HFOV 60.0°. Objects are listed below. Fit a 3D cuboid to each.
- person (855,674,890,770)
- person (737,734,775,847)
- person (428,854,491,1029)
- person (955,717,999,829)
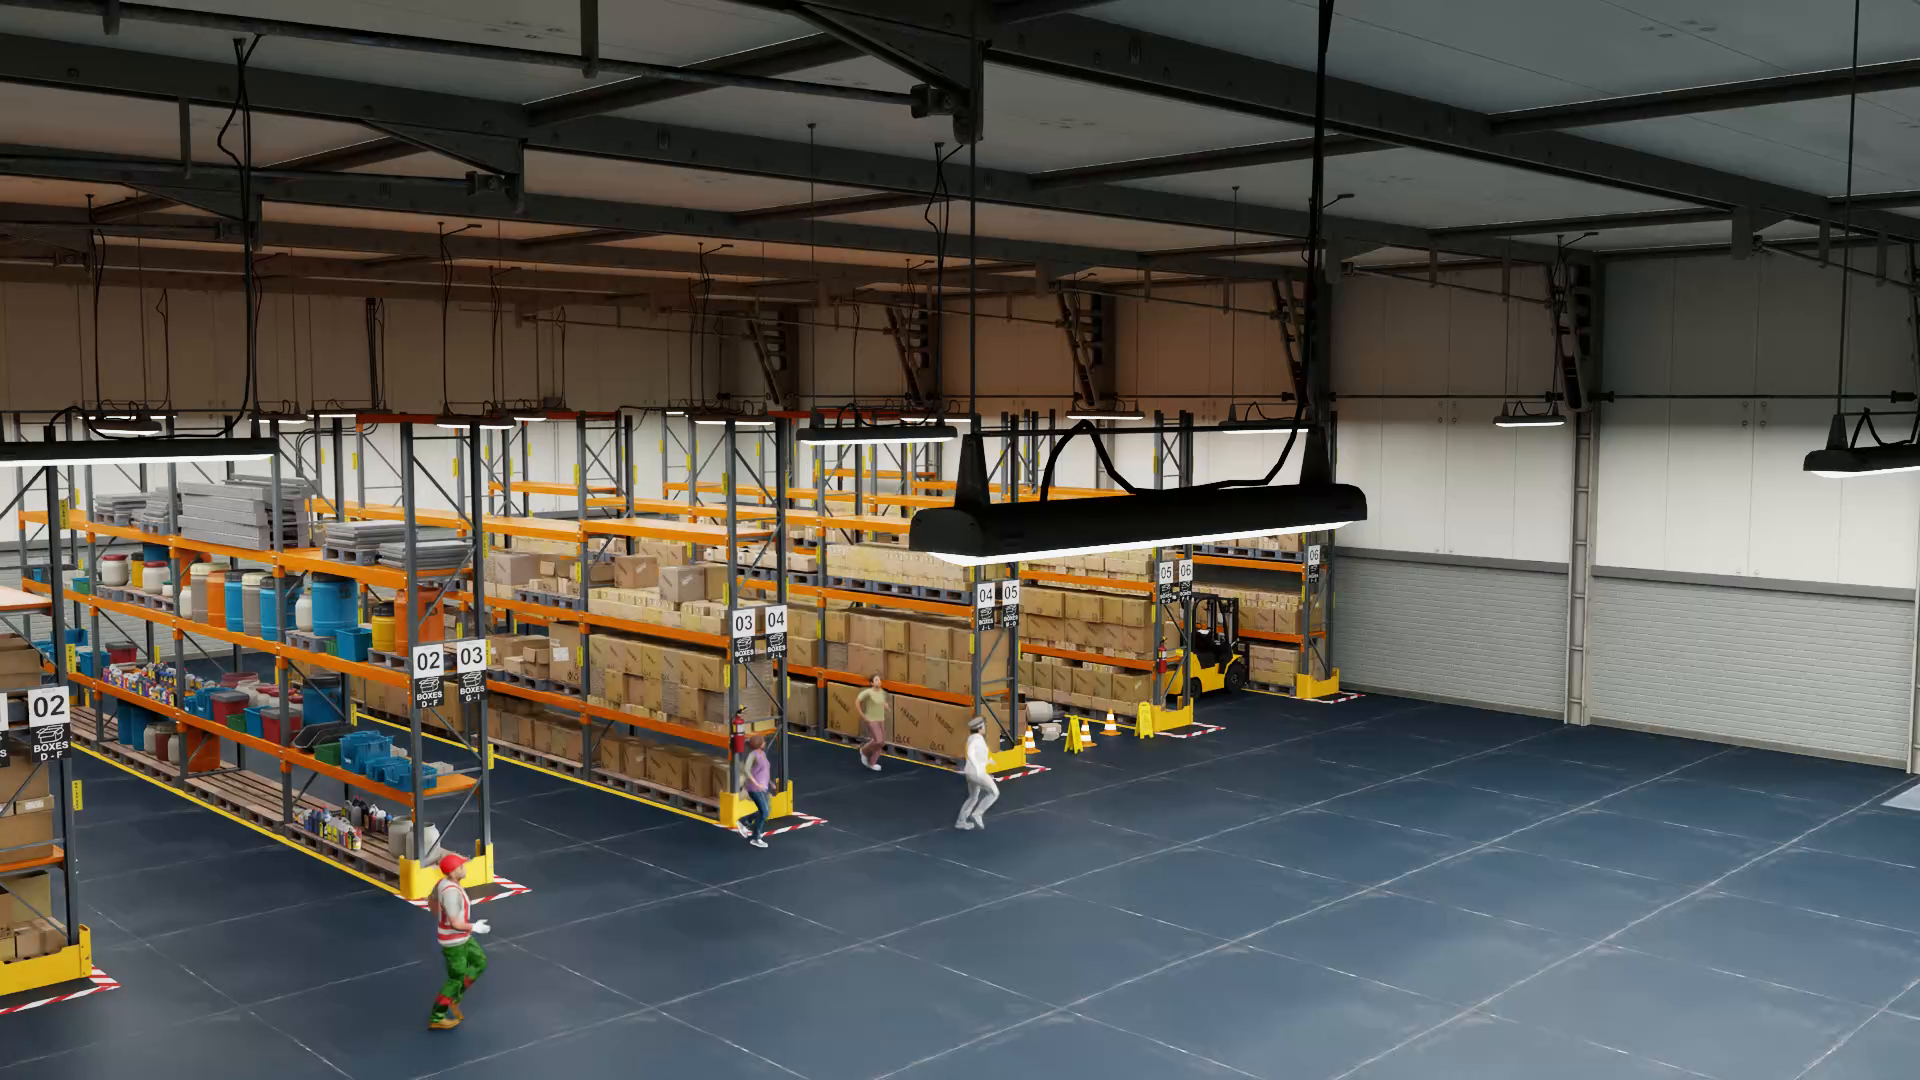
[{"bbox_3d":[-1.422,3.072,28.105,0.624,1.638,0.514,-5,7,-43],"label":"person"},{"bbox_3d":[-2.908,3.531,23.502,0.510,1.560,0.598,1,5,14],"label":"person"},{"bbox_3d":[-5.034,3.996,16.681,0.625,1.744,0.630,-2,5,-20],"label":"person"},{"bbox_3d":[0.261,3.399,24.236,0.639,1.654,0.646,-1,5,-15],"label":"person"}]
